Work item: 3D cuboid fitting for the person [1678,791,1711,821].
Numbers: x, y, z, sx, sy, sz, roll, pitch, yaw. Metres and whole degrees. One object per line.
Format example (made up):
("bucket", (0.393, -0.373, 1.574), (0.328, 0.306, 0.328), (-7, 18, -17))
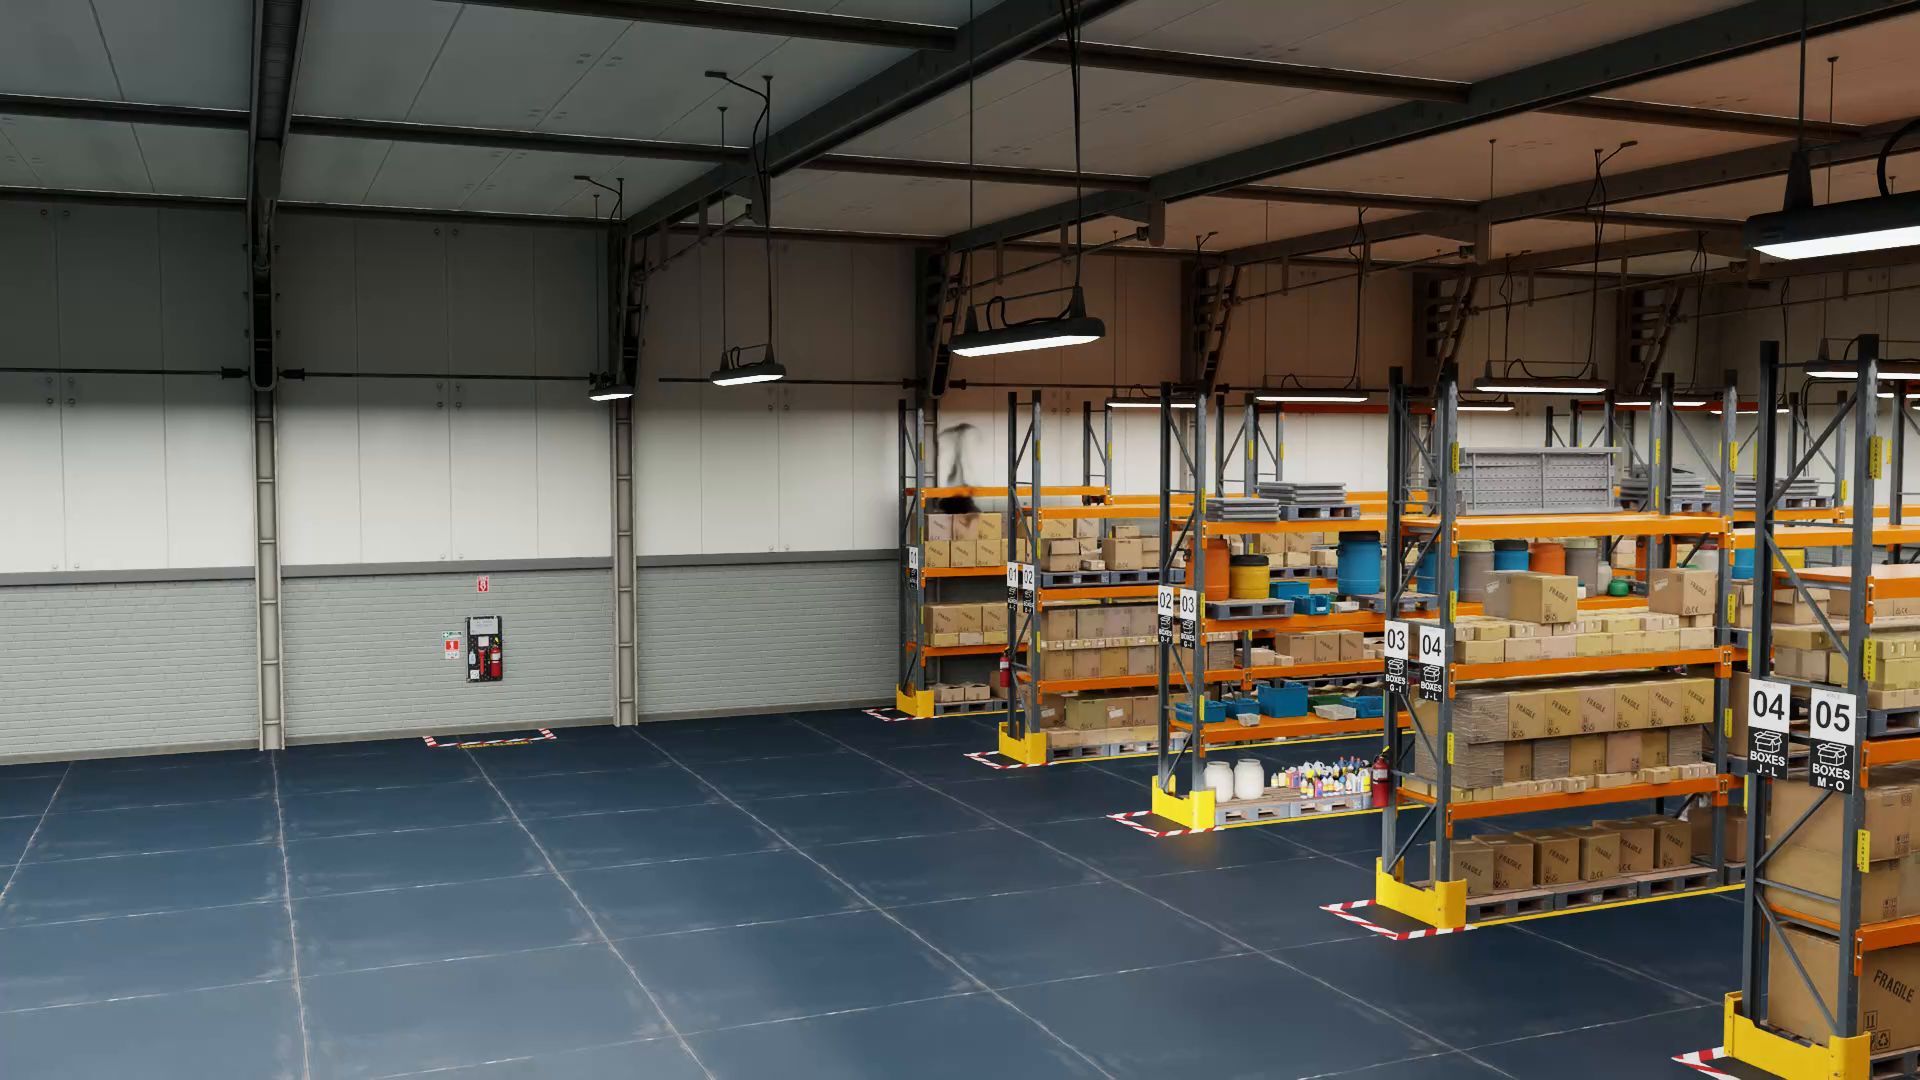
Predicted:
("person", (10.049, 2.964, 22.662), (0.918, 1.764, 0.712), (-2, 4, -35))
